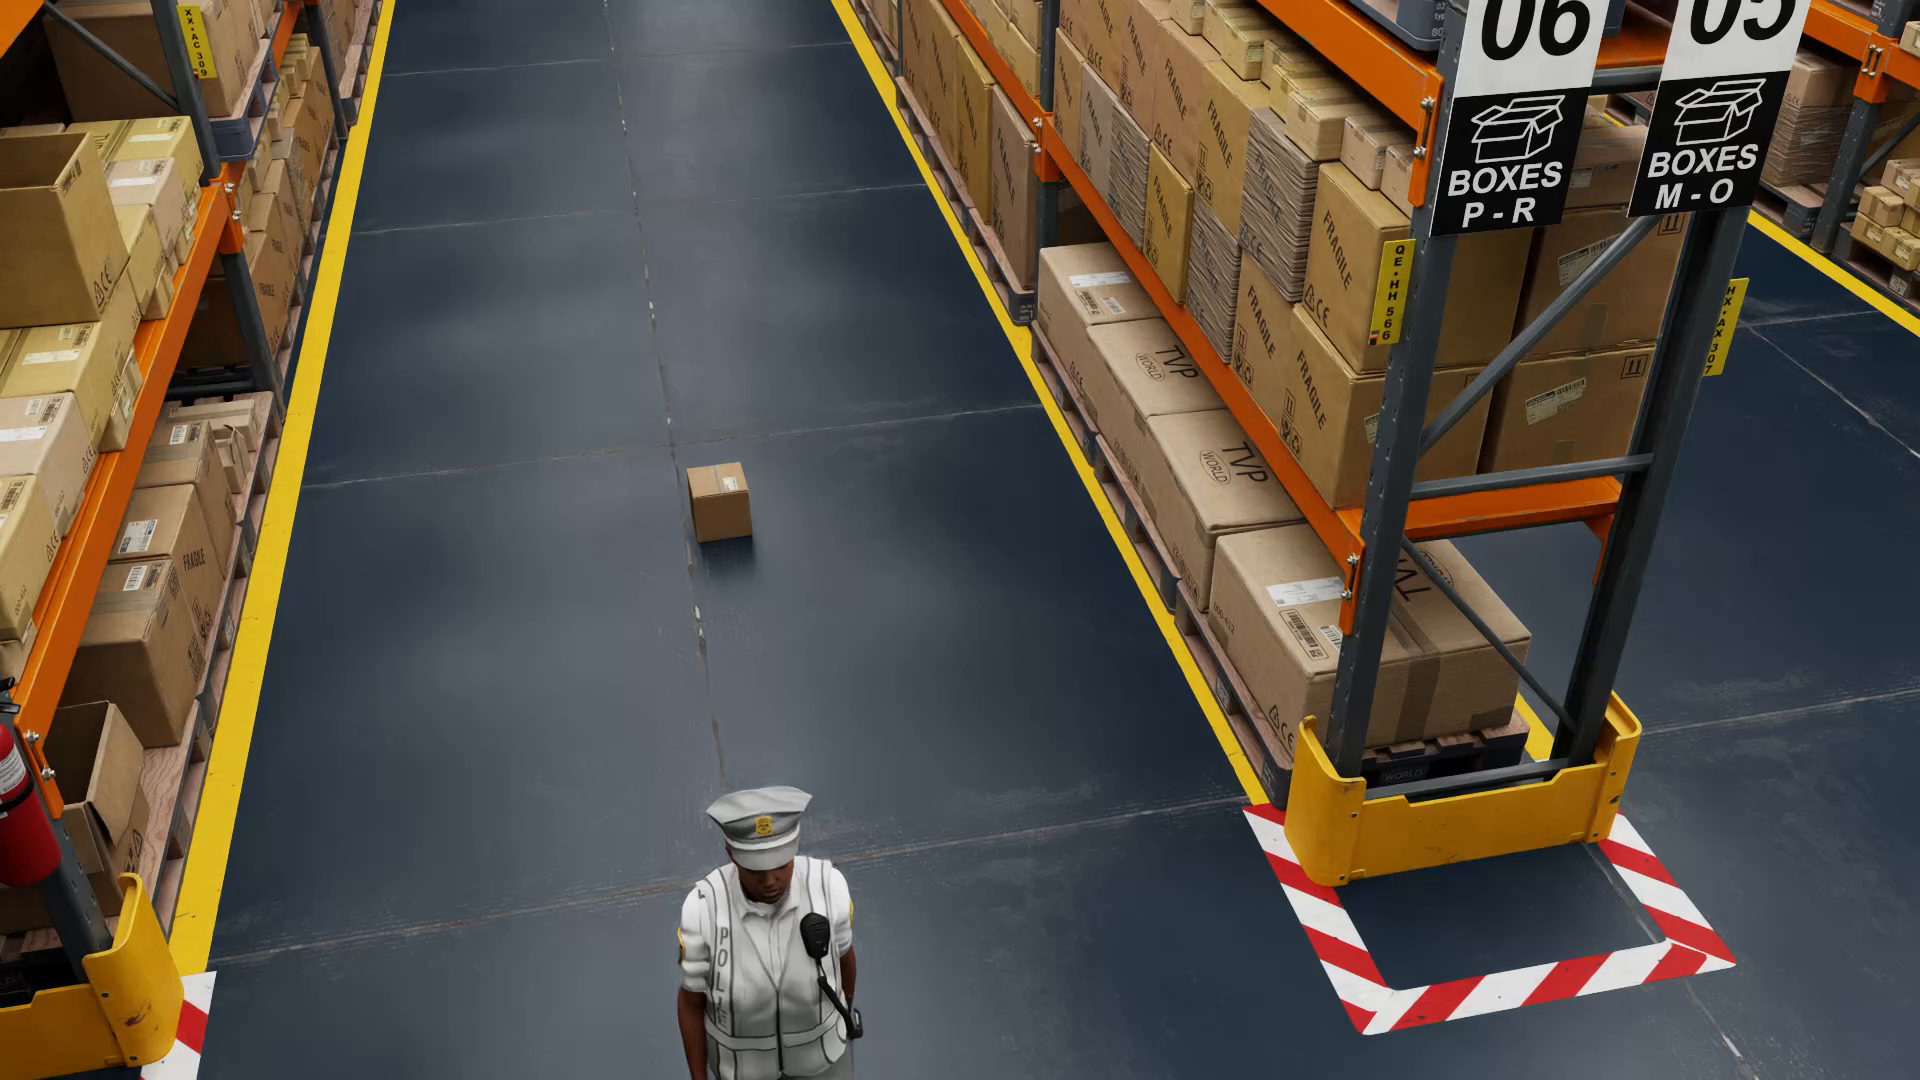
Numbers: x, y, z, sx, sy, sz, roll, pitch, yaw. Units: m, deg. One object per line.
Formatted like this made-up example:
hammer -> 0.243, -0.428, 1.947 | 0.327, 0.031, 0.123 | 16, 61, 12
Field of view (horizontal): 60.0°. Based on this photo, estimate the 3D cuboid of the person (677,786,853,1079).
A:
person -> -0.473, 1.271, 4.260 | 0.441, 1.643, 0.937 | -6, 35, -8
